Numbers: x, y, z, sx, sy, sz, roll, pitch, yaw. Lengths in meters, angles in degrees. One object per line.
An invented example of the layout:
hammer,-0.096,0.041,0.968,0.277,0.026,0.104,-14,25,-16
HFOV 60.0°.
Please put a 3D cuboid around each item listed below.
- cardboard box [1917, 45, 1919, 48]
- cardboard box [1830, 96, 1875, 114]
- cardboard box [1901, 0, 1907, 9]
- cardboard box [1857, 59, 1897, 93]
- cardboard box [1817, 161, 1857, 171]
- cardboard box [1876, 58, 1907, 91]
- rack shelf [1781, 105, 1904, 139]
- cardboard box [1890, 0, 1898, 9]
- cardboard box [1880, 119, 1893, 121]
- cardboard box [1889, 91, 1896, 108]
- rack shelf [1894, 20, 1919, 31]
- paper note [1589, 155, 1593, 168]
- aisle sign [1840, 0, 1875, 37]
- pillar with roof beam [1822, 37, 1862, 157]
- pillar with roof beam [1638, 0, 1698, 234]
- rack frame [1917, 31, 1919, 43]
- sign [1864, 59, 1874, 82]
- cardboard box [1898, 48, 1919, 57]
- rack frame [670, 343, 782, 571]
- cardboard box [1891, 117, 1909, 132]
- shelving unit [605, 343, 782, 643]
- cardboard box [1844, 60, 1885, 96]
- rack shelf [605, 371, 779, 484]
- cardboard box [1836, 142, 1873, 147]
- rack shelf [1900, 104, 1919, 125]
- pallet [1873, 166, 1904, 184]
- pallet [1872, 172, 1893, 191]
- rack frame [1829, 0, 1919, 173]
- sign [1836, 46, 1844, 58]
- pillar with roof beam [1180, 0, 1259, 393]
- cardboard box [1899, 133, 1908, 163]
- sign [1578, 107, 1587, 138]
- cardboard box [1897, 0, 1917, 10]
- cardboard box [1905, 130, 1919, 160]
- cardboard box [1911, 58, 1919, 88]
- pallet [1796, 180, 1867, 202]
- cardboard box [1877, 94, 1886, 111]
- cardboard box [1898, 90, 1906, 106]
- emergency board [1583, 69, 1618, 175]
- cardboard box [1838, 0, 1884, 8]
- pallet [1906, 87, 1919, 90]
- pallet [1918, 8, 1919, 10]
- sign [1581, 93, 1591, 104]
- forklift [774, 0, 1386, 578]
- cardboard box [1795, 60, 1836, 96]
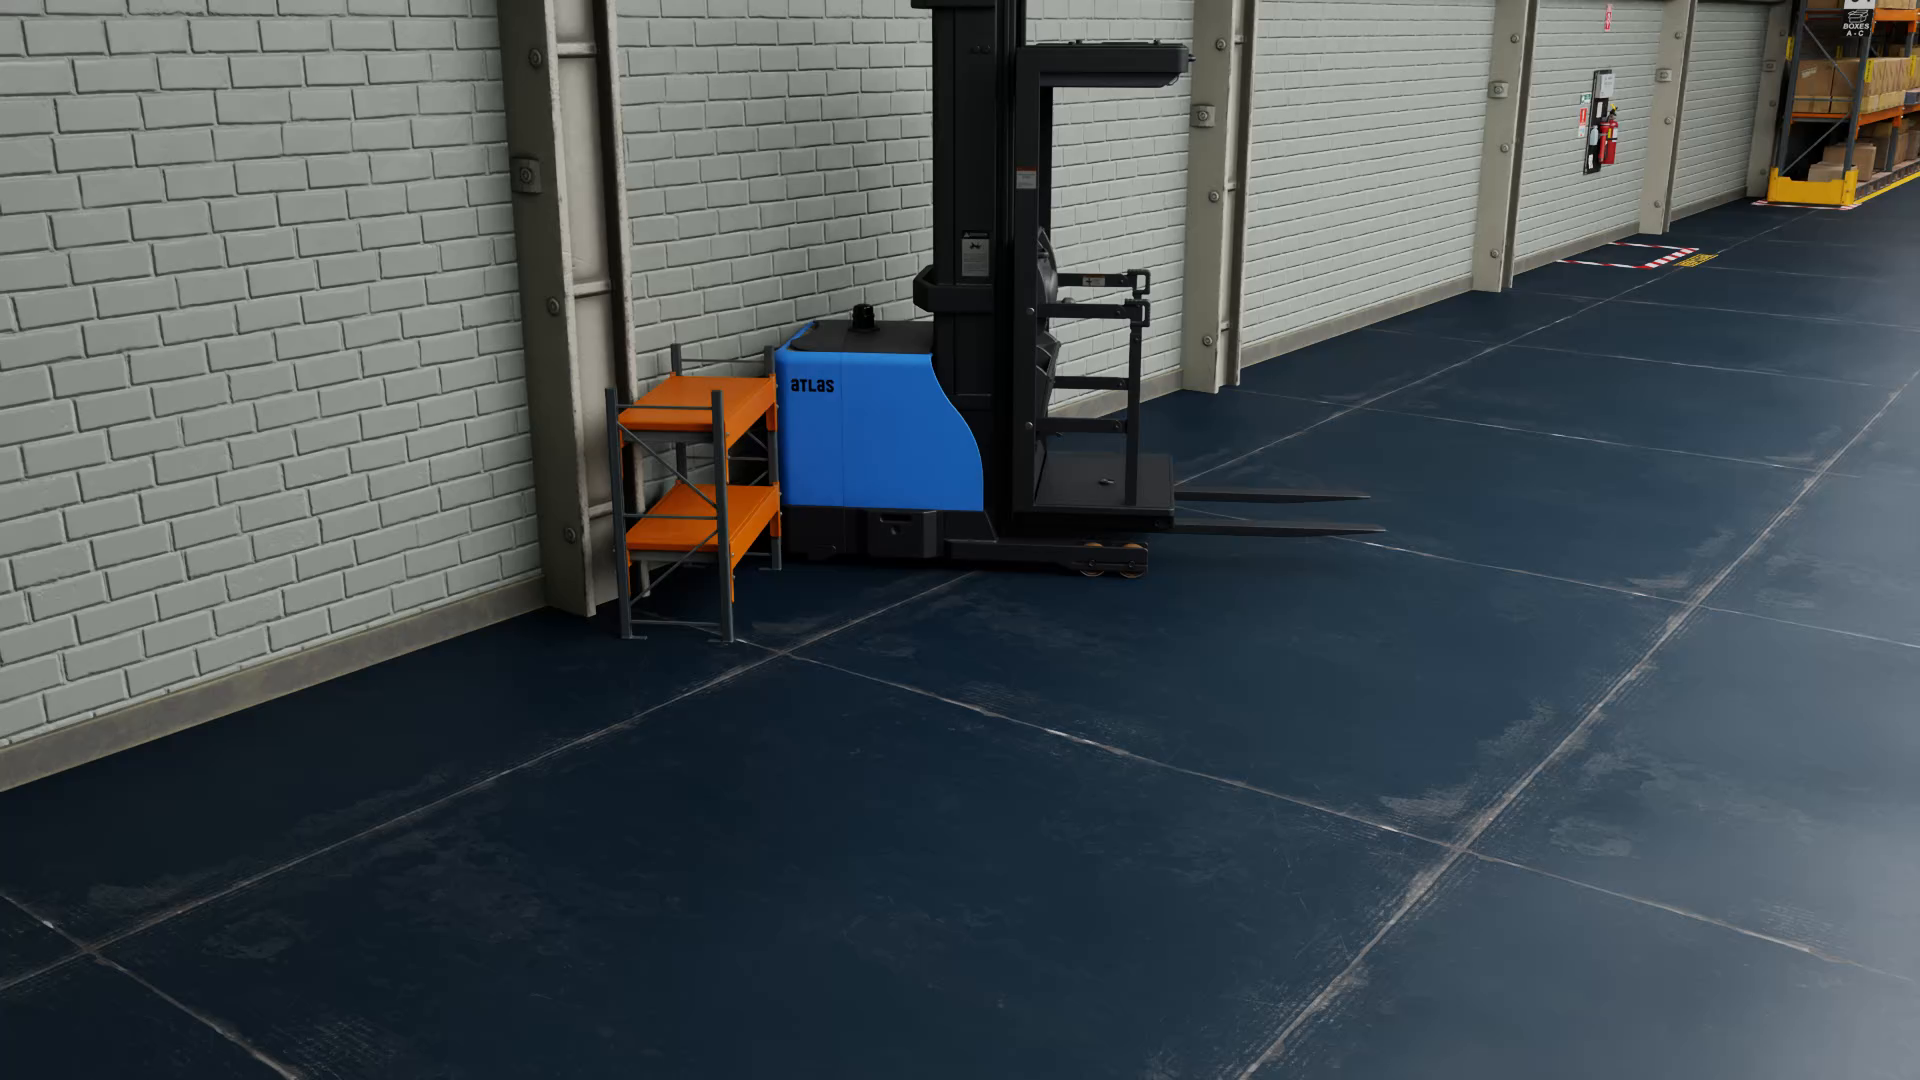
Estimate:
cardboard box,18.129,-9.083,30.967,0.500,0.250,0.500,13,22,36
cardboard box,13.413,-6.549,24.993,0.500,0.250,0.500,12,21,33
cardboard box,14.537,-8.572,26.030,0.500,0.500,0.500,11,21,33
cardboard box,14.307,-7.270,26.052,0.500,0.500,0.500,13,22,36
cardboard box,13.692,-5.761,26.030,0.500,0.311,0.500,15,22,39
cardboard box,14.925,-7.512,26.832,0.500,0.500,0.500,12,21,34
rack shelf,14.059,-6.683,26.421,1.077,0.370,4.000,12,21,35
cardboard box,13.922,-8.322,25.224,0.500,0.500,0.500,14,22,37
cardboard box,16.243,-7.286,29.357,0.500,0.250,0.500,12,21,33
cardboard box,14.621,-7.035,26.560,0.500,0.250,0.500,12,21,34
rack shelf,18.826,-10.021,32.112,1.077,0.370,4.000,12,21,35
paper note,7.351,-4.409,19.368,0.016,0.148,0.142,12,21,35
aisle sign,13.066,-7.722,24.169,0.394,0.787,0.004,12,21,35
pillar with roof beam,19.622,-10.404,27.072,9.100,9.000,0.400,12,21,35
pillar with roof beam,12.472,-7.545,17.868,9.100,9.000,0.400,12,21,35
rack frame,20.017,-9.409,33.984,1.000,3.000,0.127,12,21,35
sign,13.303,-6.868,24.343,0.100,0.325,0.005,12,21,35
cardboard box,17.273,-8.857,30.203,0.380,0.149,0.250,9,19,26
rack frame,-1.138,-0.397,8.125,0.500,1.125,0.032,2,17,6
cardboard box,16.857,-7.525,30.127,0.500,0.250,0.500,13,21,36
shelving unit,-1.192,-0.247,7.642,0.538,1.125,1.048,2,17,6
cardboard box,13.696,-7.023,25.257,0.500,0.500,0.500,12,21,35
rack shelf,-1.192,-0.526,7.555,0.538,0.278,1.000,2,17,6
cardboard box,14.665,-6.265,27.335,0.500,0.500,0.500,11,20,31
rack shelf,16.442,-7.636,29.489,1.077,0.370,4.000,12,21,35
pallet,15.714,-6.357,28.860,1.003,0.211,1.213,12,21,35
pallet,14.879,-6.005,27.726,1.003,0.211,1.213,12,21,35
rack frame,15.251,-7.503,27.848,1.000,3.000,0.127,12,21,35
sign,14.803,-8.154,27.990,0.100,0.325,0.005,12,21,35
pillar with roof beam,5.322,-4.687,8.664,9.100,9.000,0.400,12,21,35
cardboard box,16.573,-7.066,29.914,0.700,0.500,0.500,12,21,34
sign,7.099,-4.763,18.963,0.001,0.329,0.234,12,21,35
cardboard box,15.147,-8.829,26.856,0.500,0.500,0.500,13,22,36
cardboard box,17.247,-7.292,30.640,0.700,0.500,0.500,13,21,35
cardboard box,16.287,-8.171,29.086,0.700,0.500,0.500,16,24,42
pallet,13.425,-5.424,25.855,1.003,0.211,1.213,12,21,35
cardboard box,14.019,-6.795,25.787,0.500,0.250,0.500,12,21,34
cardboard box,15.212,-7.275,27.332,0.500,0.250,0.500,12,21,35
emergency board,7.512,-4.859,19.334,0.194,1.169,0.643,12,21,35
cardboard box,13.268,-8.076,24.432,0.500,0.500,0.500,13,22,36
pallet,16.488,-7.886,29.403,1.003,0.211,1.213,12,21,35
pallet,15.704,-8.974,27.844,1.213,0.211,1.003,12,21,35
sign,7.109,-5.015,18.883,0.001,0.109,0.331,12,21,35
forklift,0.619,-1.380,8.244,3.031,2.935,1.130,2,17,6
cardboard box,12.978,-6.997,25.171,0.500,0.500,0.500,12,21,34
